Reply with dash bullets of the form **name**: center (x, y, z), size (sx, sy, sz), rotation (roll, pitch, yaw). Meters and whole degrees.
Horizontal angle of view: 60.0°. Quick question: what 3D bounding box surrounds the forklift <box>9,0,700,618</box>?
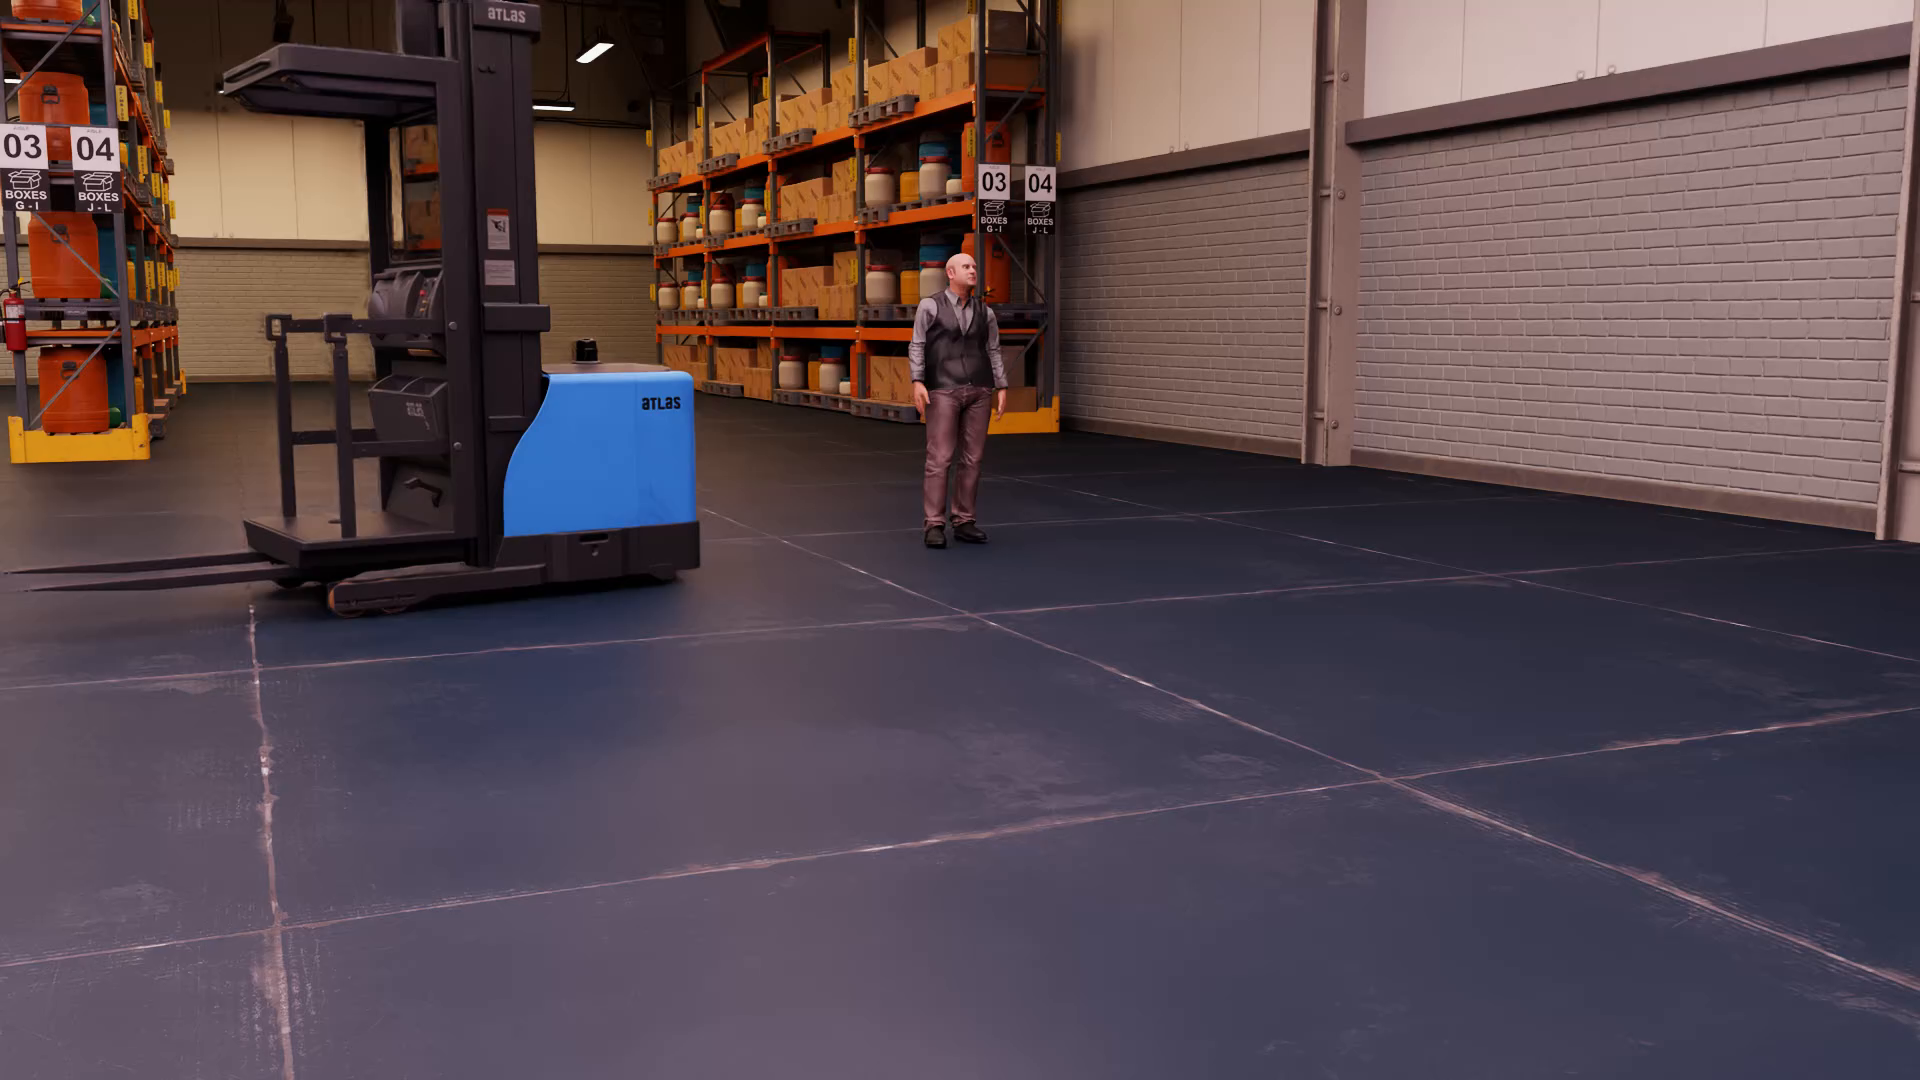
- **forklift**: center (-2.826, -1.179, 7.880), size (3.031, 2.935, 1.130), rotation (-5, 9, -36)

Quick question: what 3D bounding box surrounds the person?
- **person**: center (0.017, -0.853, 9.981), size (0.632, 1.720, 0.568), rotation (-3, 8, -23)
